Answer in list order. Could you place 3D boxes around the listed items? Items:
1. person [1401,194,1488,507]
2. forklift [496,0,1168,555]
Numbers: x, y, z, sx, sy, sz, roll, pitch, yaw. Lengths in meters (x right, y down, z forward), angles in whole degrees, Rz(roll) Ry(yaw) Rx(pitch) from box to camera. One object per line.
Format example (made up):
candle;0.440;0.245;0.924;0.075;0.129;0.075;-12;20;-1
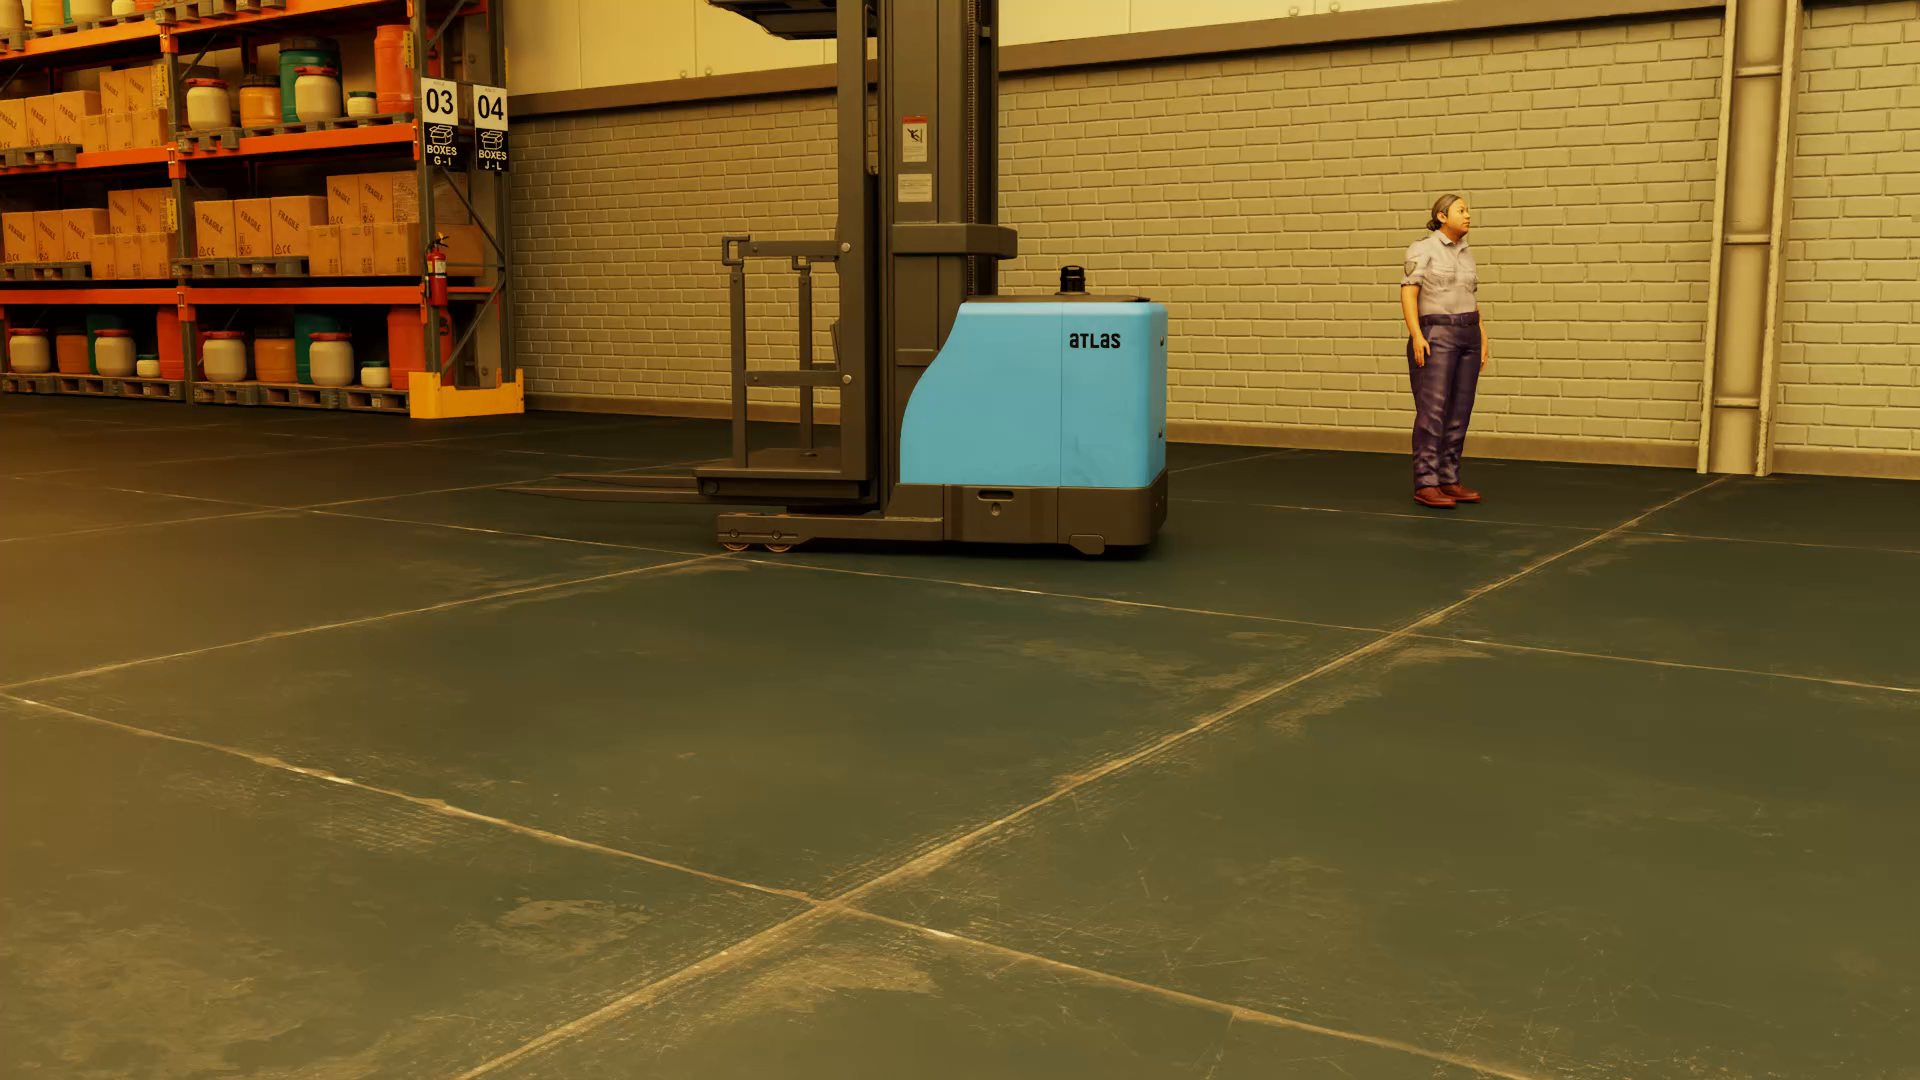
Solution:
person;2.668;-1.031;8.952;0.598;1.651;0.502;-5;9;-31
forklift;-0.596;-1.469;7.520;3.031;2.935;1.130;2;8;12
